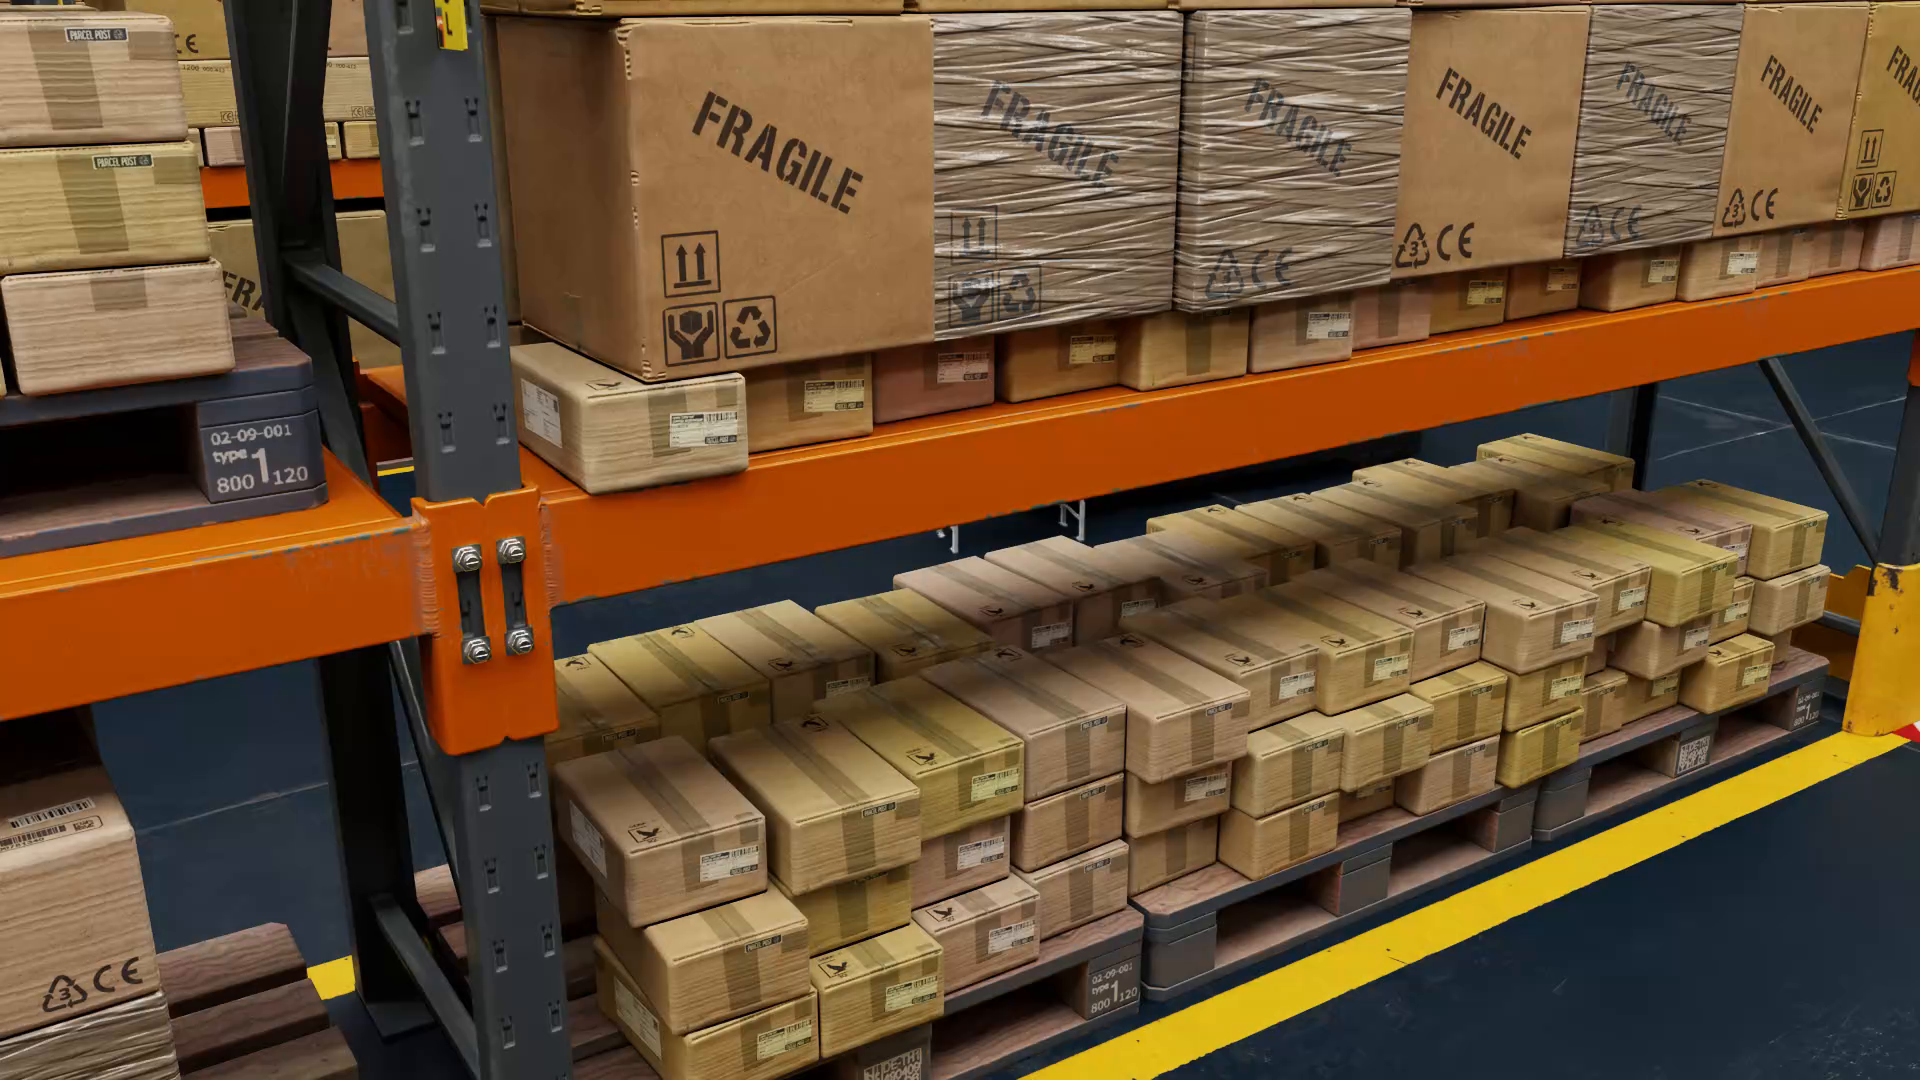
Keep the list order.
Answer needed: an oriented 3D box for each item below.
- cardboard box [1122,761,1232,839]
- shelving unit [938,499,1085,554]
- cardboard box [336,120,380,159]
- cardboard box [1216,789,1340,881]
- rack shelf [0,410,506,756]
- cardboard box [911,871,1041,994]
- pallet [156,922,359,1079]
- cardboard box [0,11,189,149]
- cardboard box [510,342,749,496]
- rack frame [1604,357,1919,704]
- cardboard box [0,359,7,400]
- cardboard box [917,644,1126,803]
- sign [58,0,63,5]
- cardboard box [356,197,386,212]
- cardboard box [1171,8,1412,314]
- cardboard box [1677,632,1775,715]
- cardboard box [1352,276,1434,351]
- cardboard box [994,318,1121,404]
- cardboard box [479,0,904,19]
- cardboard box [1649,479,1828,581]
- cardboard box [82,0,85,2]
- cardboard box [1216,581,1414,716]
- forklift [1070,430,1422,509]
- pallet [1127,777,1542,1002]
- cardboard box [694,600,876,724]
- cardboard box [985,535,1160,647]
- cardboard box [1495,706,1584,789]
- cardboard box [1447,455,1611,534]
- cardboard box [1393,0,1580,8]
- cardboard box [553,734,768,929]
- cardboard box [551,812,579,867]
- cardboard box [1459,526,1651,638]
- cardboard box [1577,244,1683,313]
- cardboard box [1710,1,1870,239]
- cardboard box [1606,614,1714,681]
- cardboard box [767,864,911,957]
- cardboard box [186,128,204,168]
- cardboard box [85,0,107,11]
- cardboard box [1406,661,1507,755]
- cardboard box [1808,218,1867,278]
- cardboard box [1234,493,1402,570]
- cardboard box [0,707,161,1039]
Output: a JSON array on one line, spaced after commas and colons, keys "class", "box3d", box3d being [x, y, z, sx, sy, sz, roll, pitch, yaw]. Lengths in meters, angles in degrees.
[{"class": "cardboard box", "box3d": [0.360, 0.462, 3.525, 0.250, 0.149, 0.380, -11, 21, -29]}, {"class": "shelving unit", "box3d": [0.191, -0.577, 6.077, 0.503, 1.200, 0.258, -5, 19, -14]}, {"class": "cardboard box", "box3d": [-2.490, -1.688, 6.947, 0.250, 0.149, 0.380, -13, 22, -33]}, {"class": "cardboard box", "box3d": [0.608, 0.574, 3.659, 0.250, 0.149, 0.380, -13, 22, -33]}, {"class": "rack shelf", "box3d": [-2.605, 0.333, 1.699, 4.000, 0.370, 1.077, -12, 22, -31]}, {"class": "cardboard box", "box3d": [-0.052, 0.709, 3.260, 0.250, 0.149, 0.380, -12, 22, -32]}, {"class": "pallet", "box3d": [-1.584, 1.098, 2.666, 1.213, 0.211, 1.003, -12, 22, -31]}, {"class": "cardboard box", "box3d": [-1.162, -0.599, 2.140, 0.250, 0.149, 0.380, -11, 21, -29]}, {"class": "cardboard box", "box3d": [-0.518, -0.203, 2.555, 0.250, 0.149, 0.380, -11, 22, -29]}, {"class": "rack frame", "box3d": [2.406, -1.065, 4.710, 0.127, 3.000, 1.000, -12, 22, -31]}, {"class": "cardboard box", "box3d": [-1.374, -0.271, 2.100, 0.250, 0.149, 0.380, -12, 22, -31]}, {"class": "cardboard box", "box3d": [0.119, 0.362, 3.357, 0.250, 0.149, 0.380, -13, 22, -33]}, {"class": "sign", "box3d": [-3.271, -2.072, 6.006, 0.005, 0.325, 0.100, -12, 22, -31]}, {"class": "cardboard box", "box3d": [-2.231, -1.150, 7.626, 0.875, 0.875, 0.875, -12, 22, -31]}, {"class": "cardboard box", "box3d": [0.468, -0.736, 3.119, 0.500, 0.500, 0.500, -12, 22, -33]}, {"class": "cardboard box", "box3d": [1.922, 0.308, 4.446, 0.250, 0.149, 0.380, -11, 22, -30]}, {"class": "cardboard box", "box3d": [0.754, -0.508, 3.456, 0.250, 0.149, 0.380, -11, 22, -29]}, {"class": "cardboard box", "box3d": [0.081, -0.376, 3.066, 0.250, 0.149, 0.380, -13, 23, -34]}, {"class": "cardboard box", "box3d": [-0.424, -1.036, 2.445, 0.500, 0.500, 0.500, -11, 22, -30]}, {"class": "cardboard box", "box3d": [2.103, -0.034, 4.528, 0.250, 0.149, 0.380, -12, 22, -31]}, {"class": "cardboard box", "box3d": [-7.615, -5.065, 14.826, 0.500, 0.500, 0.500, -13, 22, -33]}, {"class": "cardboard box", "box3d": [0.786, 0.236, 3.730, 0.250, 0.149, 0.380, -12, 22, -31]}, {"class": "forklift", "box3d": [1.428, -1.833, 7.091, 3.031, 2.935, 1.130, -10, 21, -28]}, {"class": "pallet", "box3d": [0.627, 0.617, 4.090, 1.213, 0.211, 1.003, -12, 22, -31]}, {"class": "cardboard box", "box3d": [-0.385, 0.276, 3.611, 0.250, 0.149, 0.380, -12, 22, -32]}, {"class": "cardboard box", "box3d": [0.268, 0.128, 4.049, 0.250, 0.149, 0.380, -13, 23, -33]}, {"class": "cardboard box", "box3d": [1.277, 0.440, 4.055, 0.250, 0.149, 0.380, -13, 23, -34]}, {"class": "cardboard box", "box3d": [1.618, -0.113, 4.761, 0.250, 0.149, 0.380, -11, 22, -30]}, {"class": "cardboard box", "box3d": [0.868, -1.302, 3.231, 0.500, 0.500, 0.500, -13, 23, -33]}, {"class": "cardboard box", "box3d": [-0.533, 0.504, 2.936, 0.250, 0.149, 0.380, -11, 22, -29]}, {"class": "cardboard box", "box3d": [-0.846, 0.510, 3.383, 0.250, 0.149, 0.380, -11, 22, -30]}, {"class": "cardboard box", "box3d": [1.464, 0.103, 4.122, 0.250, 0.149, 0.380, -13, 23, -34]}, {"class": "cardboard box", "box3d": [1.423, -0.641, 3.849, 0.250, 0.149, 0.380, -13, 23, -34]}, {"class": "cardboard box", "box3d": [1.739, -1.016, 3.945, 0.500, 0.500, 0.500, -12, 22, -32]}, {"class": "cardboard box", "box3d": [1.689, 0.207, 4.279, 0.250, 0.149, 0.380, -13, 23, -34]}, {"class": "cardboard box", "box3d": [-0.294, 0.604, 3.106, 0.250, 0.149, 0.380, -12, 22, -31]}, {"class": "cardboard box", "box3d": [-3.148, -1.549, 6.534, 0.250, 0.149, 0.380, -12, 22, -31]}, {"class": "cardboard box", "box3d": [-3.341, -2.282, 6.910, 0.500, 0.500, 0.500, -11, 22, -30]}, {"class": "cardboard box", "box3d": [1.040, 0.342, 3.880, 0.250, 0.149, 0.380, -11, 21, -29]}, {"class": "cardboard box", "box3d": [2.061, -0.779, 4.257, 0.250, 0.149, 0.380, -12, 22, -31]}, {"class": "cardboard box", "box3d": [0.938, 0.010, 4.400, 0.250, 0.149, 0.380, -11, 22, -29]}, {"class": "cardboard box", "box3d": [-1.418, 0.469, 2.251, 0.500, 0.250, 0.500, -13, 22, -33]}]
